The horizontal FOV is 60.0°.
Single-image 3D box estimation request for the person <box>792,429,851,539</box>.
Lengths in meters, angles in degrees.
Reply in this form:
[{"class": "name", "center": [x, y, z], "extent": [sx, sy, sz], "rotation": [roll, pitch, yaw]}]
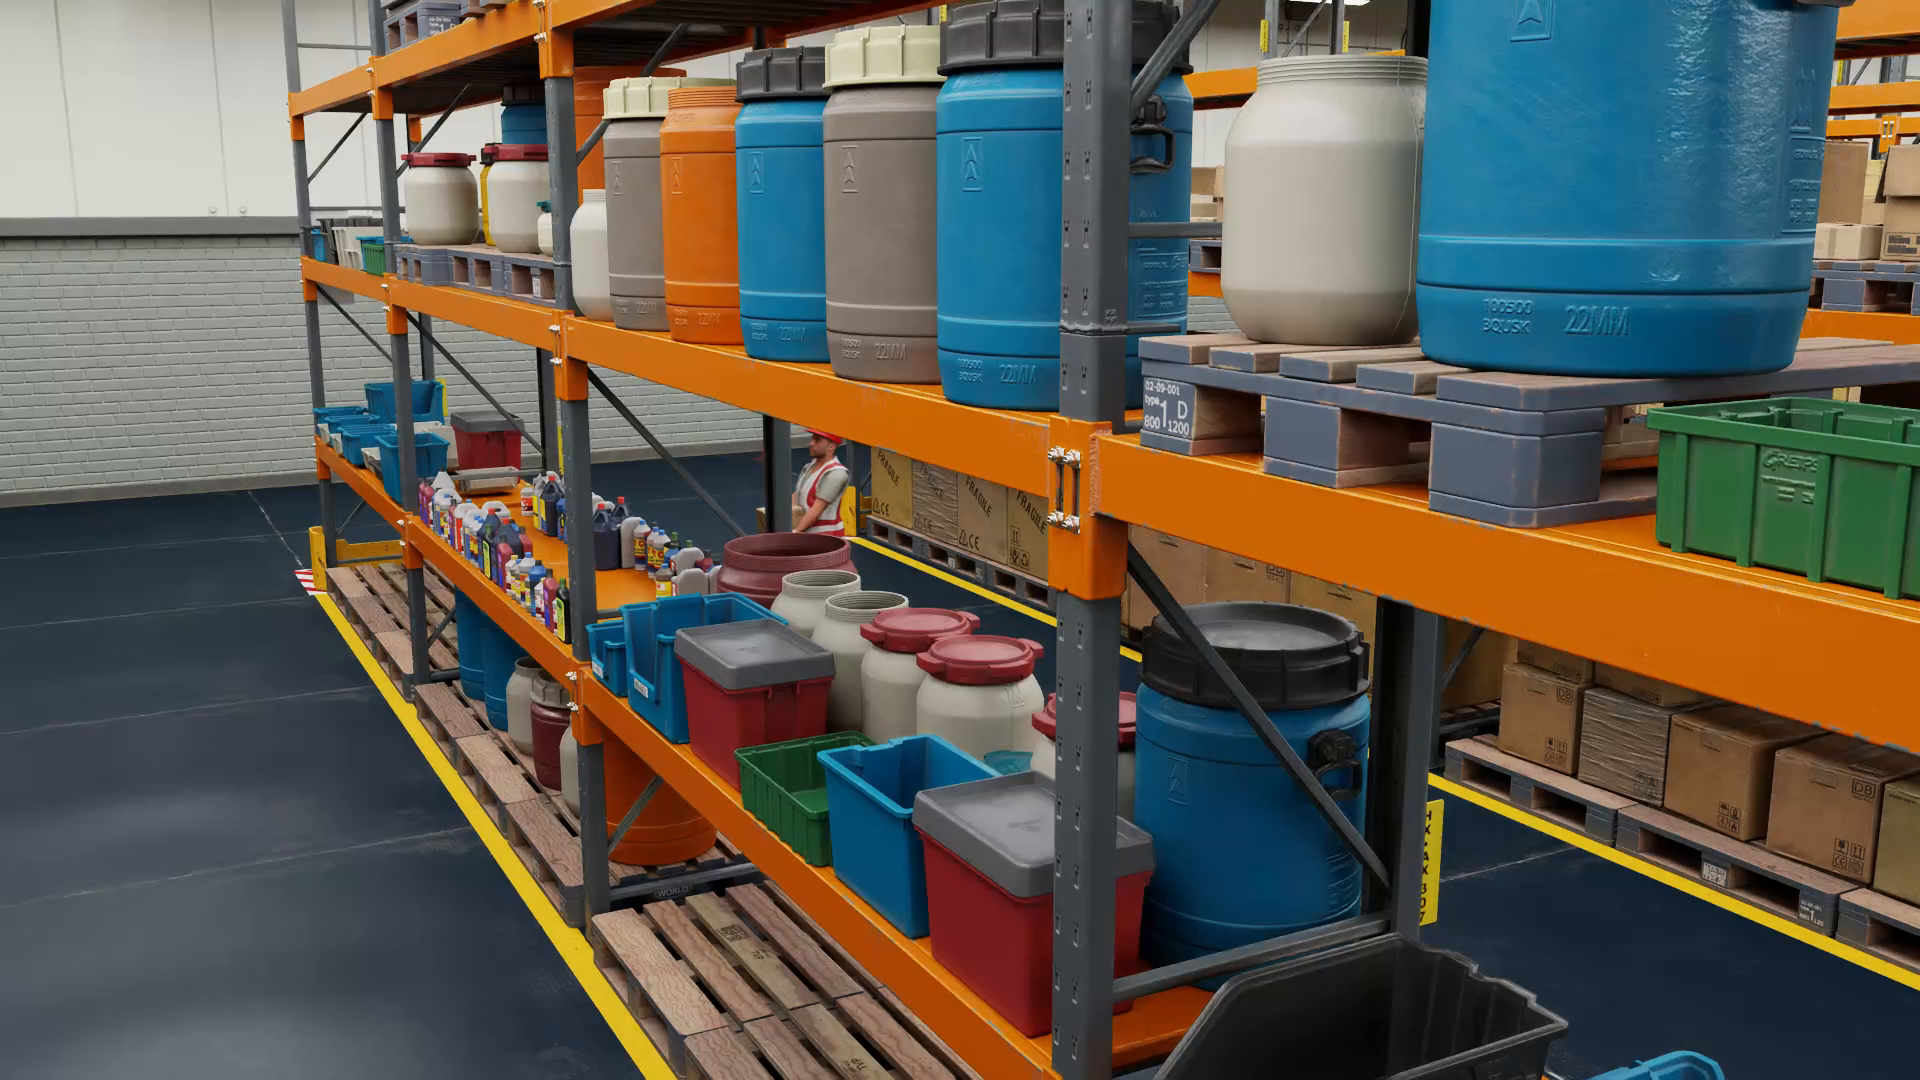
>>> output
[{"class": "person", "center": [-1.081, 0.052, 11.649], "extent": [0.573, 1.782, 0.494], "rotation": [-6, 13, -28]}]
